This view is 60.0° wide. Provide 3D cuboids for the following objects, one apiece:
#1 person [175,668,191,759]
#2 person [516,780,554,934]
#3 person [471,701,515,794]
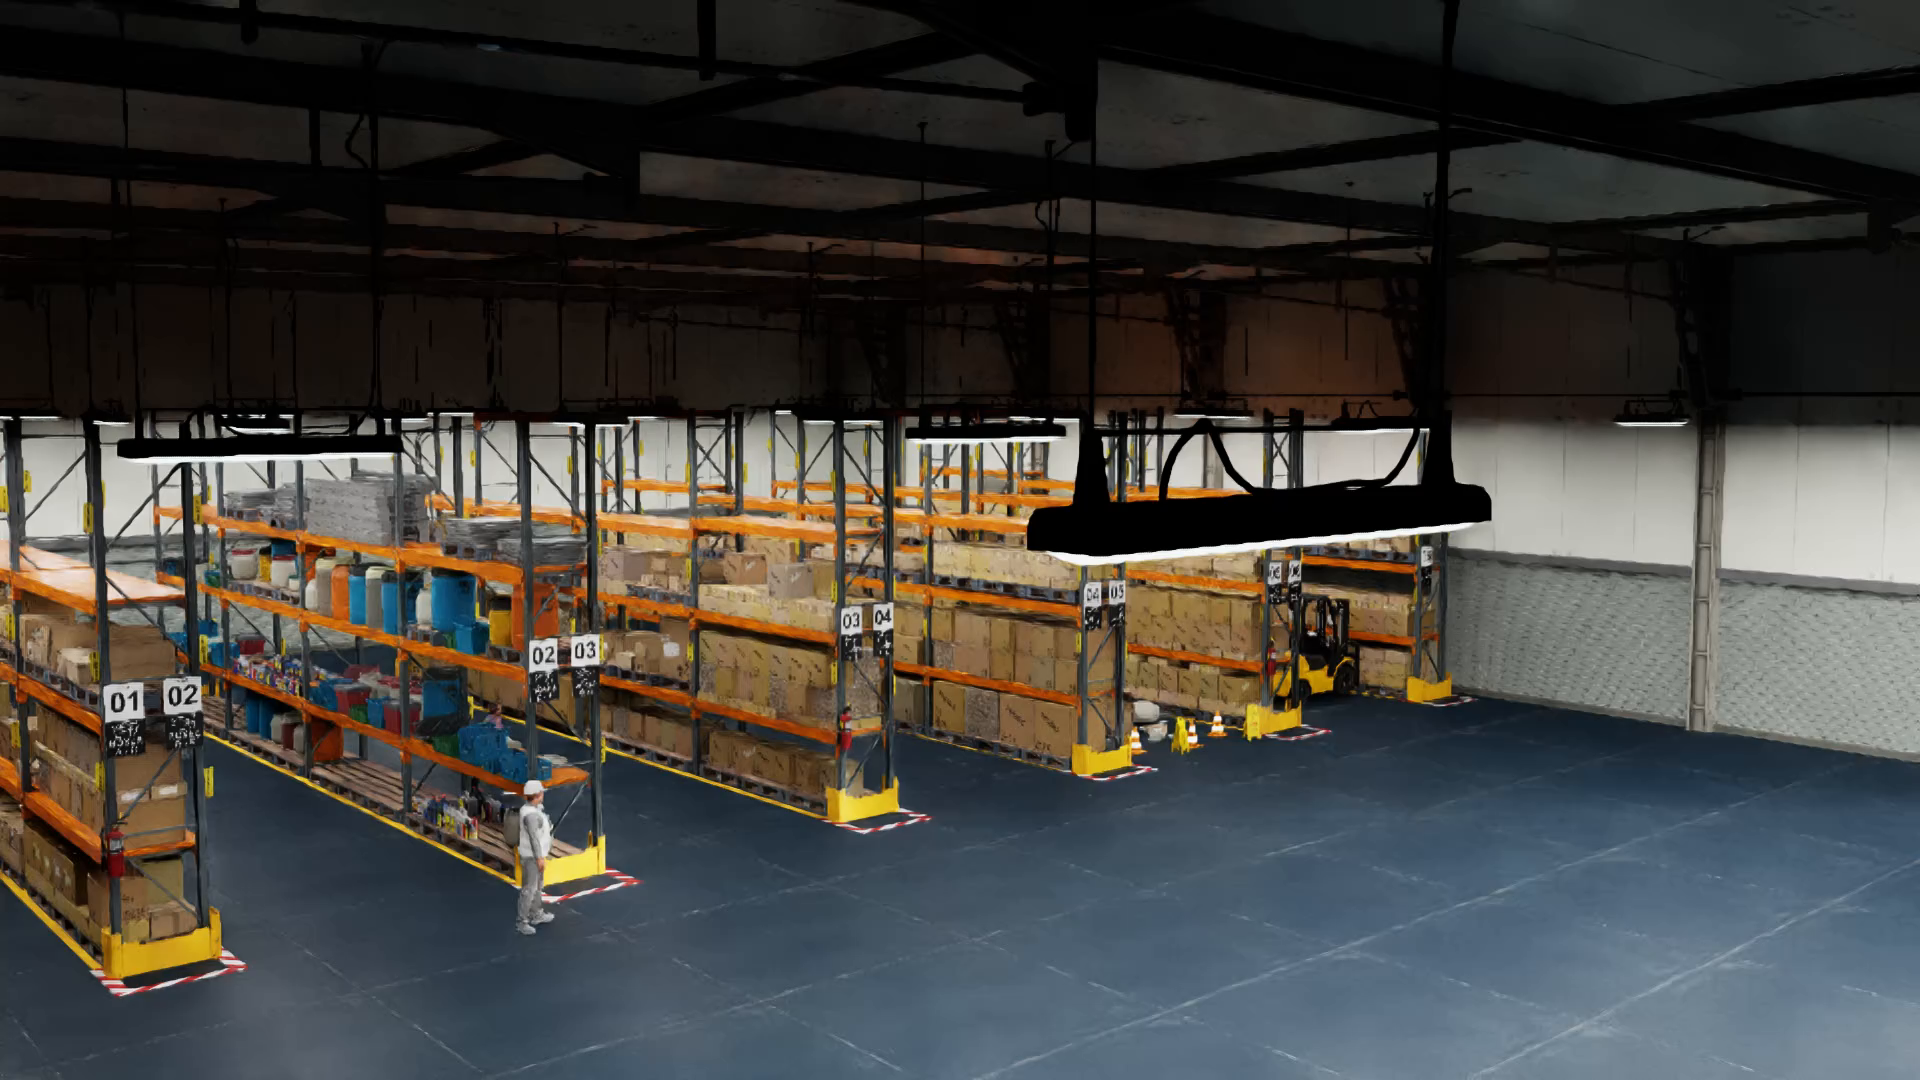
[{"bbox_3d":[-13.506,3.001,28.748,0.639,1.632,0.512,-5,7,-43],"label":"person"},{"bbox_3d":[-5.044,3.713,19.657,0.447,1.777,0.626,-1,5,-16],"label":"person"},{"bbox_3d":[-7.351,3.270,26.046,0.701,1.542,0.546,2,5,23],"label":"person"}]
